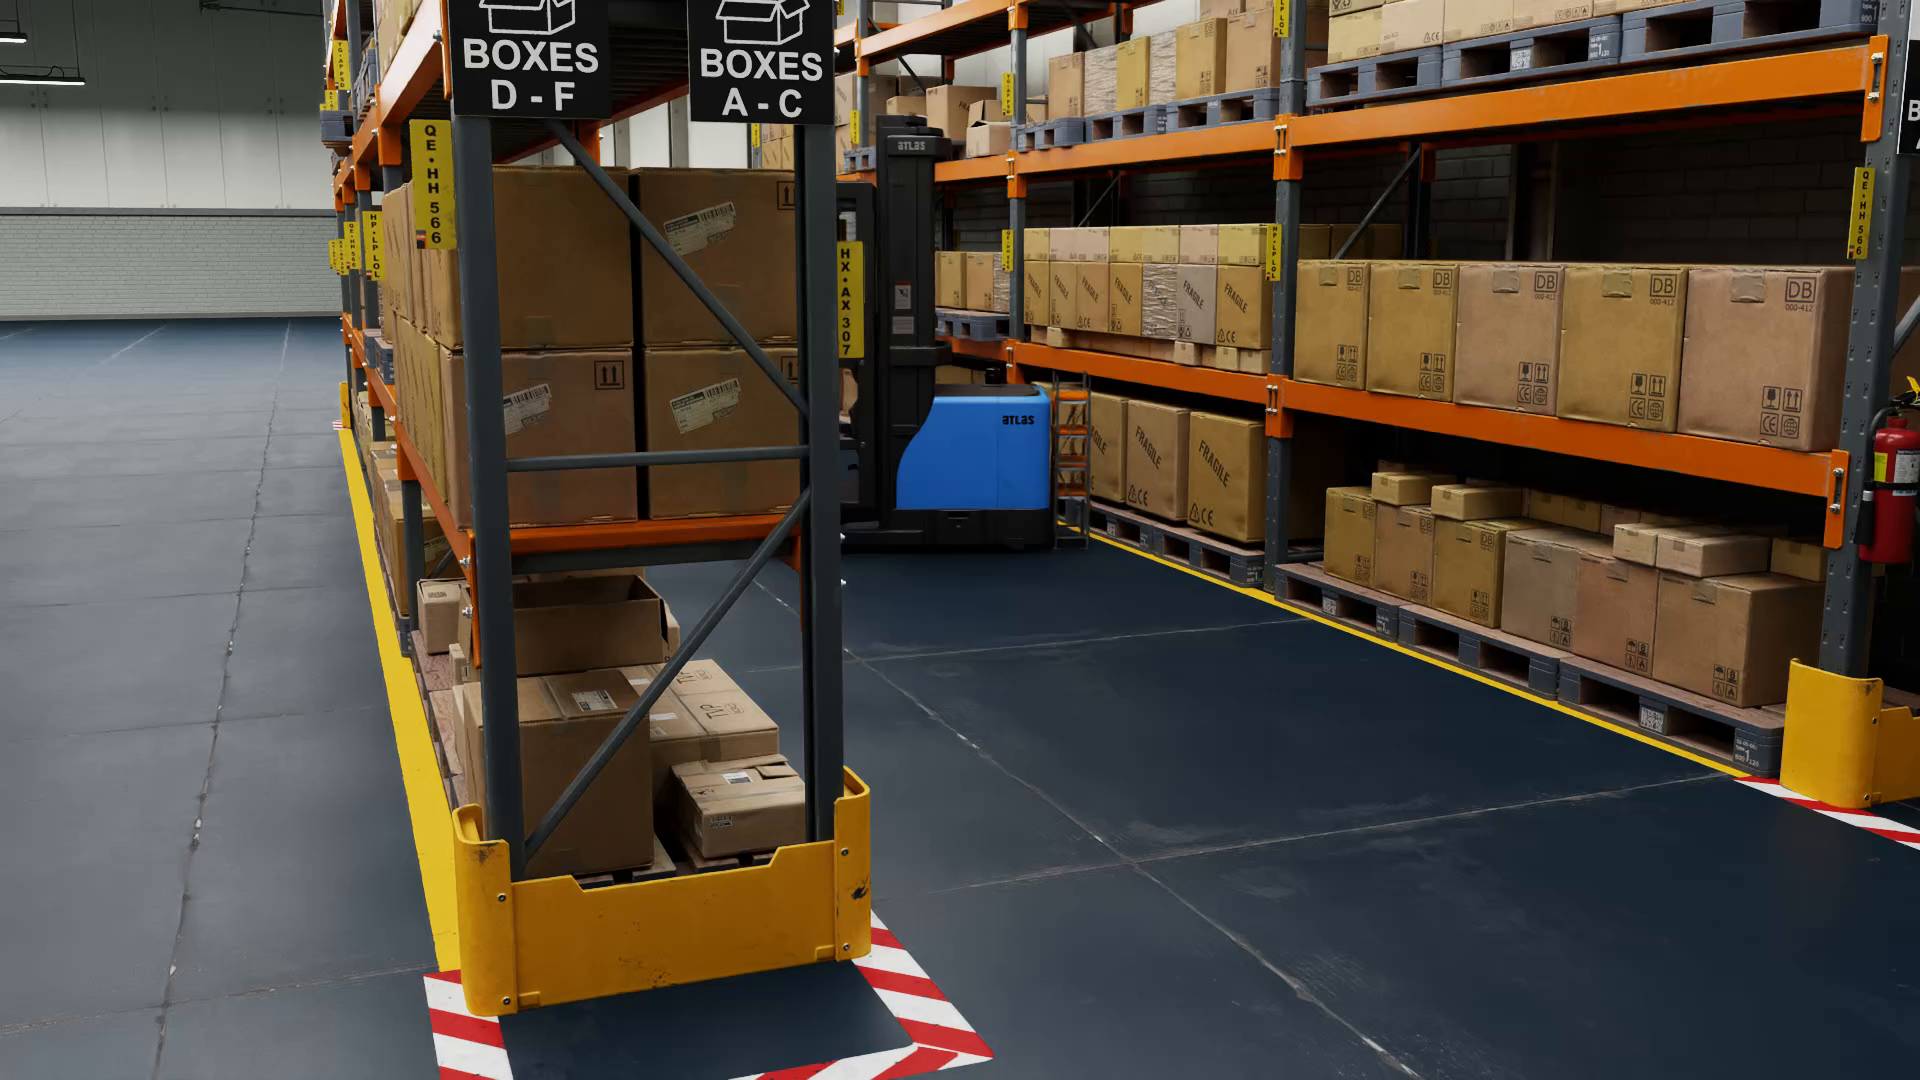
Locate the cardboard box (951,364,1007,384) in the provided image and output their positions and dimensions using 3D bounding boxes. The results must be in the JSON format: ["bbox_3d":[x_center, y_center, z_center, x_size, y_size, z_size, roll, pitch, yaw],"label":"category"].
[{"bbox_3d":[0.241,-1.488,15.460,0.500,0.250,0.500,-4,11,-21],"label":"cardboard box"}]

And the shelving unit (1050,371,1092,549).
[{"bbox_3d":[0.776,-0.569,11.693,0.258,1.200,0.503,0,10,0],"label":"shelving unit"}]

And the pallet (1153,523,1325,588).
[{"bbox_3d":[1.990,0.067,10.943,1.003,0.211,1.213,-4,11,-21],"label":"pallet"}]

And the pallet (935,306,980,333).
[{"bbox_3d":[0.134,-2.064,15.506,1.003,0.211,1.213,-4,11,-21],"label":"pallet"}]

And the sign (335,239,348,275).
[{"bbox_3d":[-5.692,-2.606,15.305,0.100,0.325,0.005,-4,11,-21],"label":"sign"}]

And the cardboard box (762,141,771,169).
[{"bbox_3d":[-2.121,-4.609,20.360,0.500,0.500,0.500,-4,11,-19],"label":"cardboard box"}]

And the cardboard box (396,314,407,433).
[{"bbox_3d":[-2.157,-0.735,7.204,0.500,0.500,0.500,-4,11,-20],"label":"cardboard box"}]

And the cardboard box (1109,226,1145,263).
[{"bbox_3d":[1.385,-2.070,11.660,0.500,0.250,0.500,-4,11,-22],"label":"cardboard box"}]

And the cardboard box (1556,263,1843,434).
[{"bbox_3d":[3.321,-0.881,7.449,0.980,0.700,0.700,-4,11,-21],"label":"cardboard box"}]

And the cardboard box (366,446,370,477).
[{"bbox_3d":[-4.702,-0.696,13.922,0.500,0.250,0.500,-4,11,-20],"label":"cardboard box"}]

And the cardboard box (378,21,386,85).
[{"bbox_3d":[-2.331,-2.178,7.462,0.500,0.250,0.500,-4,11,-21],"label":"cardboard box"}]

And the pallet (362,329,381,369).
[{"bbox_3d":[-3.415,-1.322,11.337,1.213,0.211,1.003,-4,11,-21],"label":"pallet"}]

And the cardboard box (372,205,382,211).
[{"bbox_3d":[-5.342,-2.936,15.870,0.700,0.500,0.500,-4,11,-21],"label":"cardboard box"}]

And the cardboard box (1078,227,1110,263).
[{"bbox_3d":[1.195,-2.153,12.127,0.500,0.250,0.500,-4,11,-21],"label":"cardboard box"}]

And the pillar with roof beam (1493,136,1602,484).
[{"bbox_3d":[-0.613,-3.806,7.622,9.100,9.000,0.400,-4,11,-21],"label":"pillar with roof beam"}]

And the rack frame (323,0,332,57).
[{"bbox_3d":[-6.625,-5.782,18.733,1.000,3.000,0.127,-4,11,-21],"label":"rack frame"}]

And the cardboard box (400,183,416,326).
[{"bbox_3d":[-1.806,-1.064,6.199,0.500,0.500,0.500,-4,11,-19],"label":"cardboard box"}]

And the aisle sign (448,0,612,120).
[{"bbox_3d":[-1.087,-1.467,4.176,0.394,0.787,0.004,-4,11,-21],"label":"aisle sign"}]

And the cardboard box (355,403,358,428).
[{"bbox_3d":[-6.096,-1.335,17.514,0.500,0.250,0.500,-4,11,-21],"label":"cardboard box"}]

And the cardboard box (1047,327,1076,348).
[{"bbox_3d":[0.894,-1.565,12.815,0.380,0.149,0.250,-4,11,-19],"label":"cardboard box"}]

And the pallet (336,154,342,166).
[{"bbox_3d":[-5.508,-3.747,16.106,1.003,0.211,1.213,-4,11,-21],"label":"pallet"}]

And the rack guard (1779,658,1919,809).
[{"bbox_3d":[3.798,0.702,6.544,1.175,0.500,0.348,-4,11,-21],"label":"rack guard"}]

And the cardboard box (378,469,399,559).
[{"bbox_3d":[-3.261,-0.164,10.160,0.500,0.500,0.500,-4,11,-23],"label":"cardboard box"}]

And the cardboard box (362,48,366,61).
[{"bbox_3d":[-4.988,-4.052,14.655,0.500,0.500,0.500,-4,11,-20],"label":"cardboard box"}]

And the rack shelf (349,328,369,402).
[{"bbox_3d":[-4.450,-1.495,13.815,1.077,0.370,4.000,-4,11,-21],"label":"rack shelf"}]

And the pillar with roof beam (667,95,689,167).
[{"bbox_3d":[-9.310,-7.724,29.645,9.100,9.000,0.548,-4,11,-21],"label":"pillar with roof beam"}]

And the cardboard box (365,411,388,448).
[{"bbox_3d":[-4.520,-0.889,13.403,0.500,0.311,0.500,-4,11,-21],"label":"cardboard box"}]

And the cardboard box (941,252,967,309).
[{"bbox_3d":[0.238,-2.382,15.204,0.700,0.500,0.500,-4,11,-21],"label":"cardboard box"}]

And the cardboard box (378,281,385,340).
[{"bbox_3d":[-3.239,-1.522,10.426,0.700,0.500,0.500,-2,10,-10],"label":"cardboard box"}]

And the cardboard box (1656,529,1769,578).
[{"bbox_3d":[3.226,0.055,7.132,0.380,0.149,0.250,-4,11,-22],"label":"cardboard box"}]

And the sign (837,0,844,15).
[{"bbox_3d":[-1.484,-6.667,20.587,0.100,0.325,0.005,-4,11,-21],"label":"sign"}]

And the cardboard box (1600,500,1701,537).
[{"bbox_3d":[3.306,-0.093,7.963,0.380,0.149,0.250,-4,11,-20],"label":"cardboard box"}]

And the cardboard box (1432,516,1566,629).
[{"bbox_3d":[2.878,0.134,8.543,0.700,0.500,0.500,-4,11,-20],"label":"cardboard box"}]

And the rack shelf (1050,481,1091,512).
[{"bbox_3d":[0.776,-0.307,11.739,0.258,0.148,0.480,0,10,0],"label":"rack shelf"}]

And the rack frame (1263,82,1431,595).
[{"bbox_3d":[2.339,-1.185,10.017,1.000,3.000,0.127,-4,11,-21],"label":"rack frame"}]

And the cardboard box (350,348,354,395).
[{"bbox_3d":[-6.455,-1.868,18.367,0.500,0.500,0.500,-4,11,-21],"label":"cardboard box"}]

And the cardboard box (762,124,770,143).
[{"bbox_3d":[-2.096,-5.094,20.228,0.500,0.500,0.500,-5,11,-25],"label":"cardboard box"}]

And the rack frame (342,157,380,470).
[{"bbox_3d":[-5.175,-2.176,15.588,1.000,3.000,0.127,-4,11,-21],"label":"rack frame"}]

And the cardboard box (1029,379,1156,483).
[{"bbox_3d":[1.034,-0.858,13.118,0.750,0.750,0.750,-4,11,-22],"label":"cardboard box"}]

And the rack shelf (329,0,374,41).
[{"bbox_3d":[-4.450,-4.252,13.325,1.077,0.370,4.000,-4,11,-21],"label":"rack shelf"}]

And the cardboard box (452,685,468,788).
[{"bbox_3d":[-1.570,0.690,6.072,0.500,0.250,0.500,-4,11,-21],"label":"cardboard box"}]

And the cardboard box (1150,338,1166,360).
[{"bbox_3d":[1.534,-1.319,11.428,0.380,0.149,0.250,-4,11,-22],"label":"cardboard box"}]

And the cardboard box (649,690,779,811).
[{"bbox_3d":[-0.940,0.732,5.837,0.500,0.250,0.500,-4,11,-21],"label":"cardboard box"}]

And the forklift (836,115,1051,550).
[{"bbox_3d":[-0.887,-1.439,11.639,3.031,2.935,1.130,0,10,0],"label":"forklift"}]

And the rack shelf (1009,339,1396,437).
[{"bbox_3d":[1.615,-1.157,11.916,1.077,0.370,4.000,-4,11,-21],"label":"rack shelf"}]

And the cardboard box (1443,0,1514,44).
[{"bbox_3d":[2.708,-2.547,8.053,0.500,0.250,0.500,-4,11,-22],"label":"cardboard box"}]

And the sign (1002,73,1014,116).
[{"bbox_3d":[0.384,-3.535,13.188,0.100,0.325,0.005,-4,11,-21],"label":"sign"}]

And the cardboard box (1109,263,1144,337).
[{"bbox_3d":[1.383,-1.696,11.700,0.500,0.500,0.500,-4,11,-19],"label":"cardboard box"}]

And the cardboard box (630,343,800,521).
[{"bbox_3d":[-0.742,-0.356,5.068,0.500,0.500,0.500,-4,11,-20],"label":"cardboard box"}]

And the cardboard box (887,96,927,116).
[{"bbox_3d":[-0.436,-4.129,16.520,0.500,0.500,0.500,-2,10,-13],"label":"cardboard box"}]

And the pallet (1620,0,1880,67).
[{"bbox_3d":[3.510,-2.086,6.769,1.003,0.211,1.213,-4,11,-21],"label":"pallet"}]

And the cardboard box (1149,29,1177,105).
[{"bbox_3d":[1.739,-3.251,11.524,0.700,0.500,0.500,-4,11,-21],"label":"cardboard box"}]
